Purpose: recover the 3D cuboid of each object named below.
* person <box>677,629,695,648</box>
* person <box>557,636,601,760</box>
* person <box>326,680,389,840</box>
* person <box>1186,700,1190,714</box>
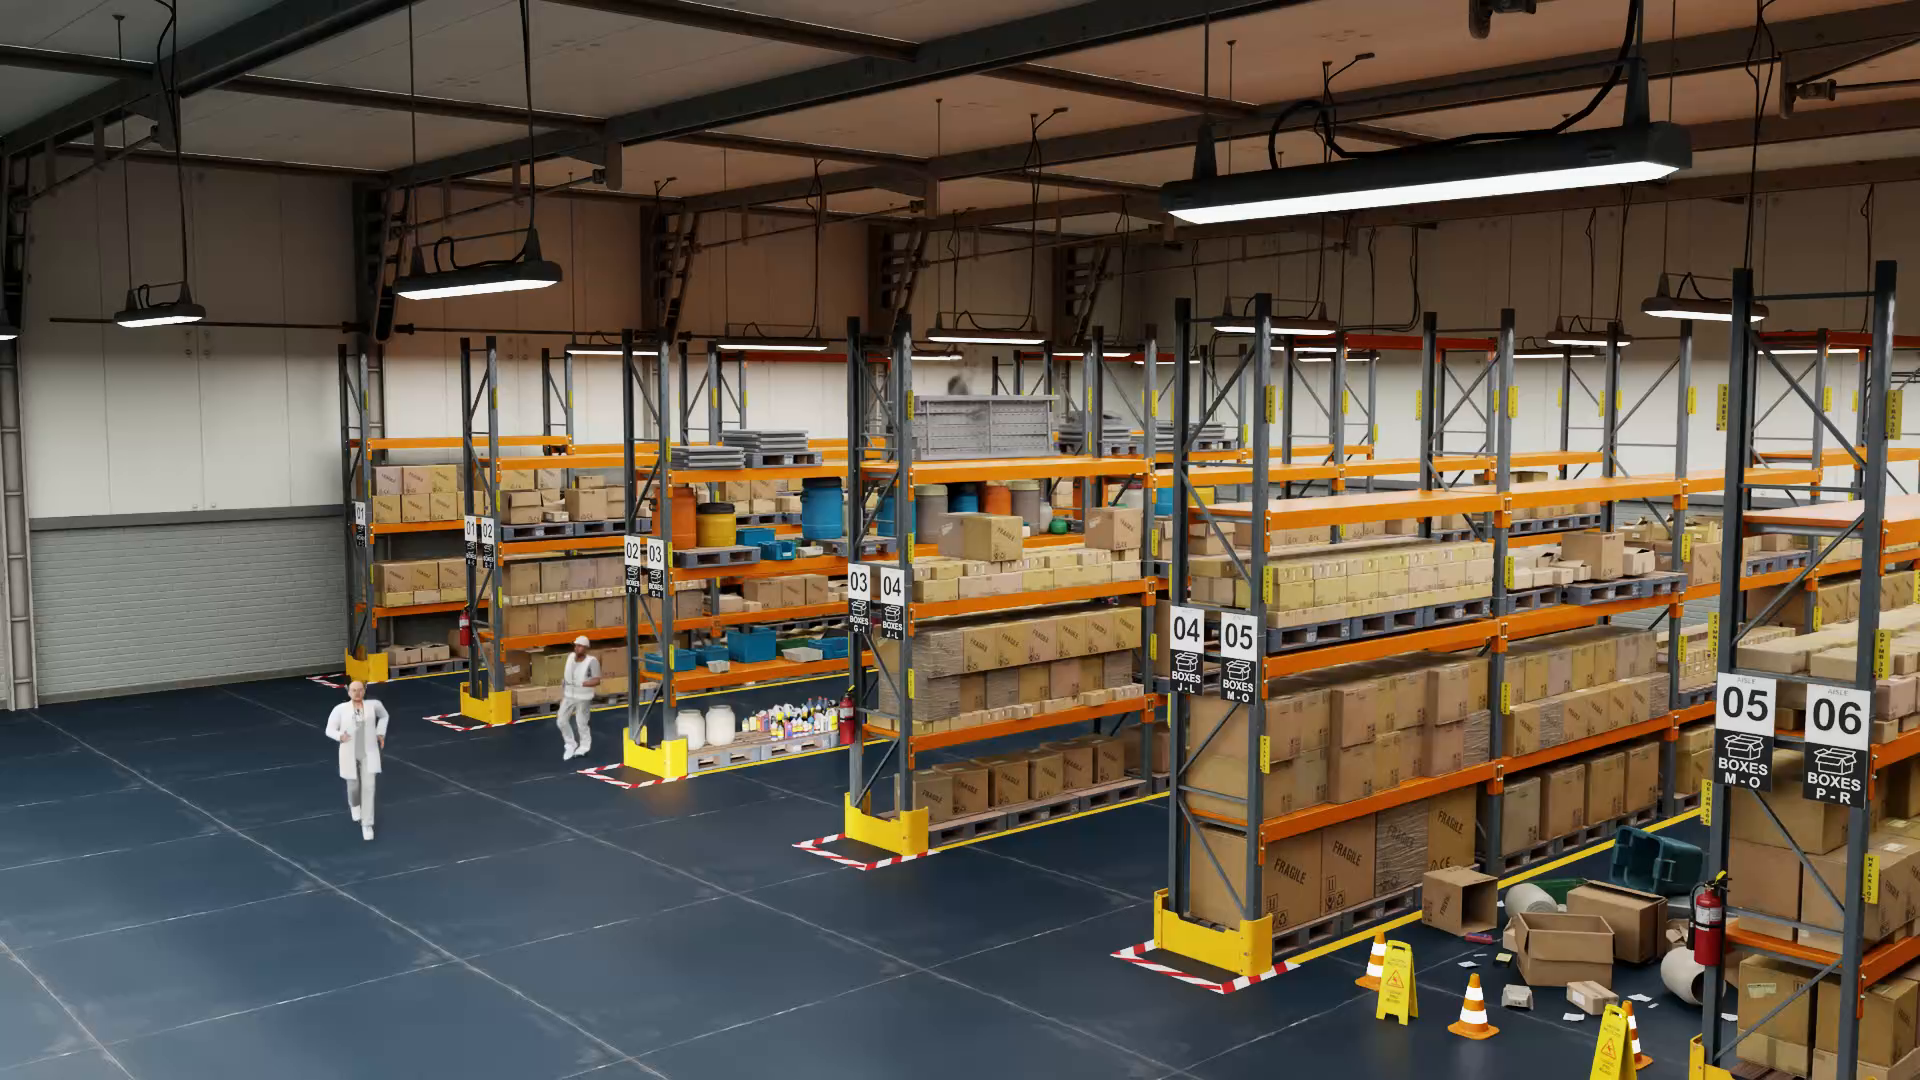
[{"bbox_3d":[-4.994,1.615,30.674,0.565,1.642,0.706,4,7,41],"label":"person"},{"bbox_3d":[-5.283,2.217,23.270,0.663,1.794,0.657,2,5,20],"label":"person"},{"bbox_3d":[-7.018,2.523,19.421,0.711,1.782,1.050,-2,6,-22],"label":"person"},{"bbox_3d":[3.610,1.996,25.931,0.685,1.710,0.624,4,7,40],"label":"person"}]
